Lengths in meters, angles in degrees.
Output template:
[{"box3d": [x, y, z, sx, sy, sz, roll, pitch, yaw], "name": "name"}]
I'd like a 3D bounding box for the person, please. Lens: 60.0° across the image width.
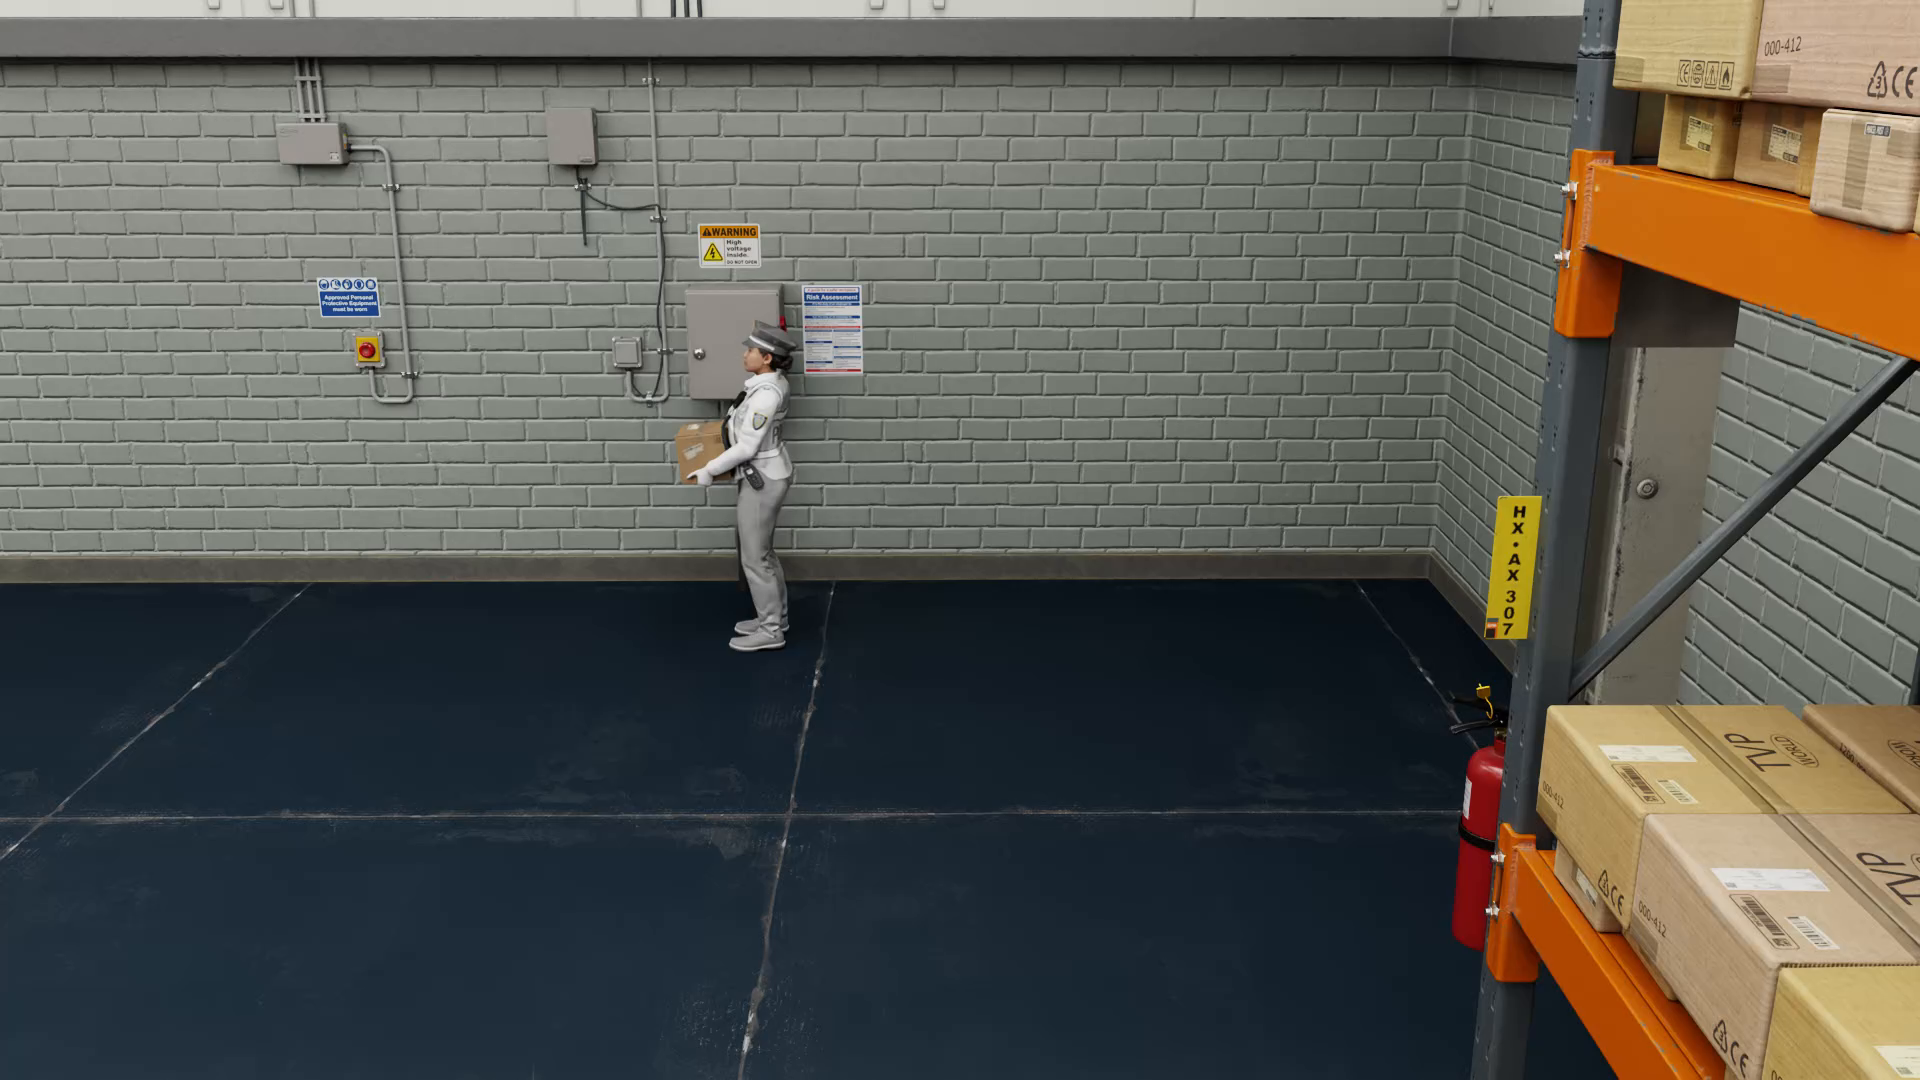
[{"box3d": [-1.105, -0.149, 8.452, 0.505, 1.408, 0.460, 0, 17, -1], "name": "person"}]
